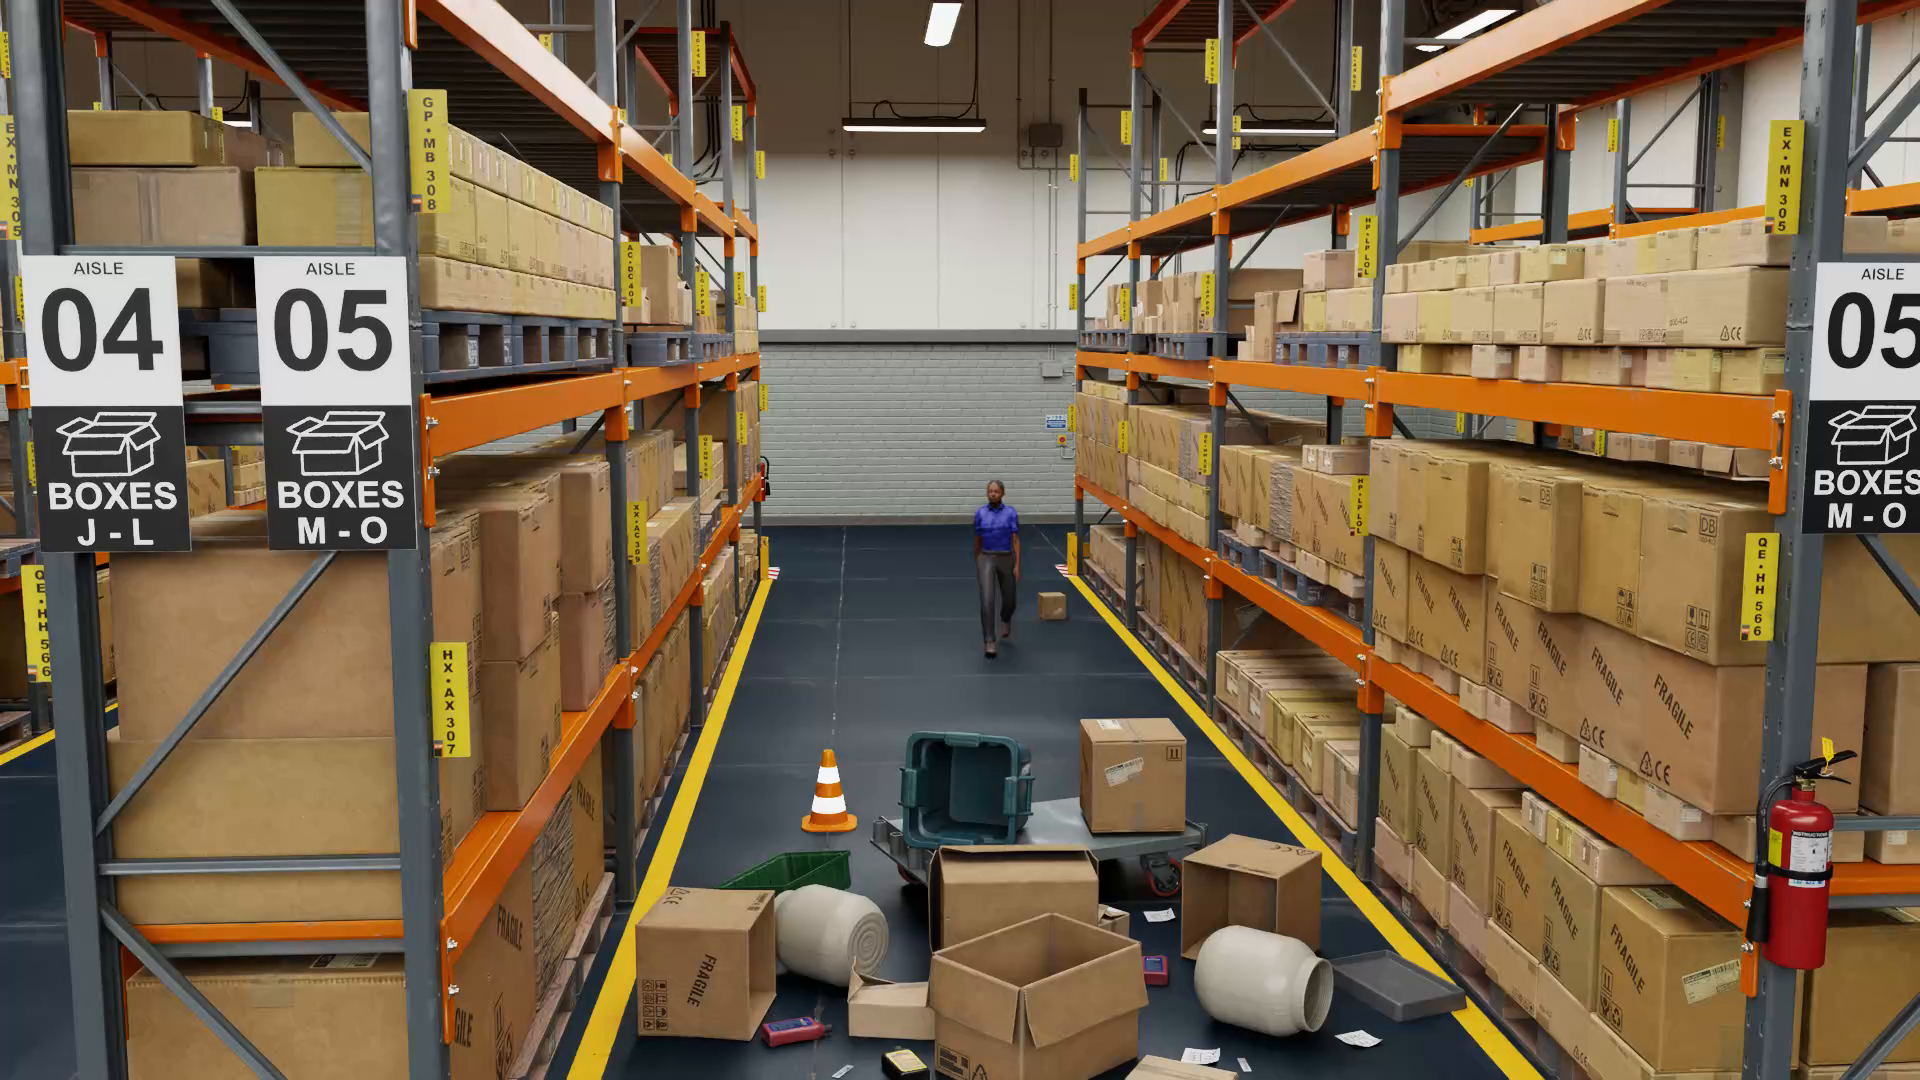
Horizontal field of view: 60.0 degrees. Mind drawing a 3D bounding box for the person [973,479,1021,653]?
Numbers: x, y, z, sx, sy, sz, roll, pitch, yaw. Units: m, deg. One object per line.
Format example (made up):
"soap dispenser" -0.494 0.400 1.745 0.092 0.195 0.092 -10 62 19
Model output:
"person" 0.349 0.220 15.882 0.441 1.611 0.854 0 7 -3
